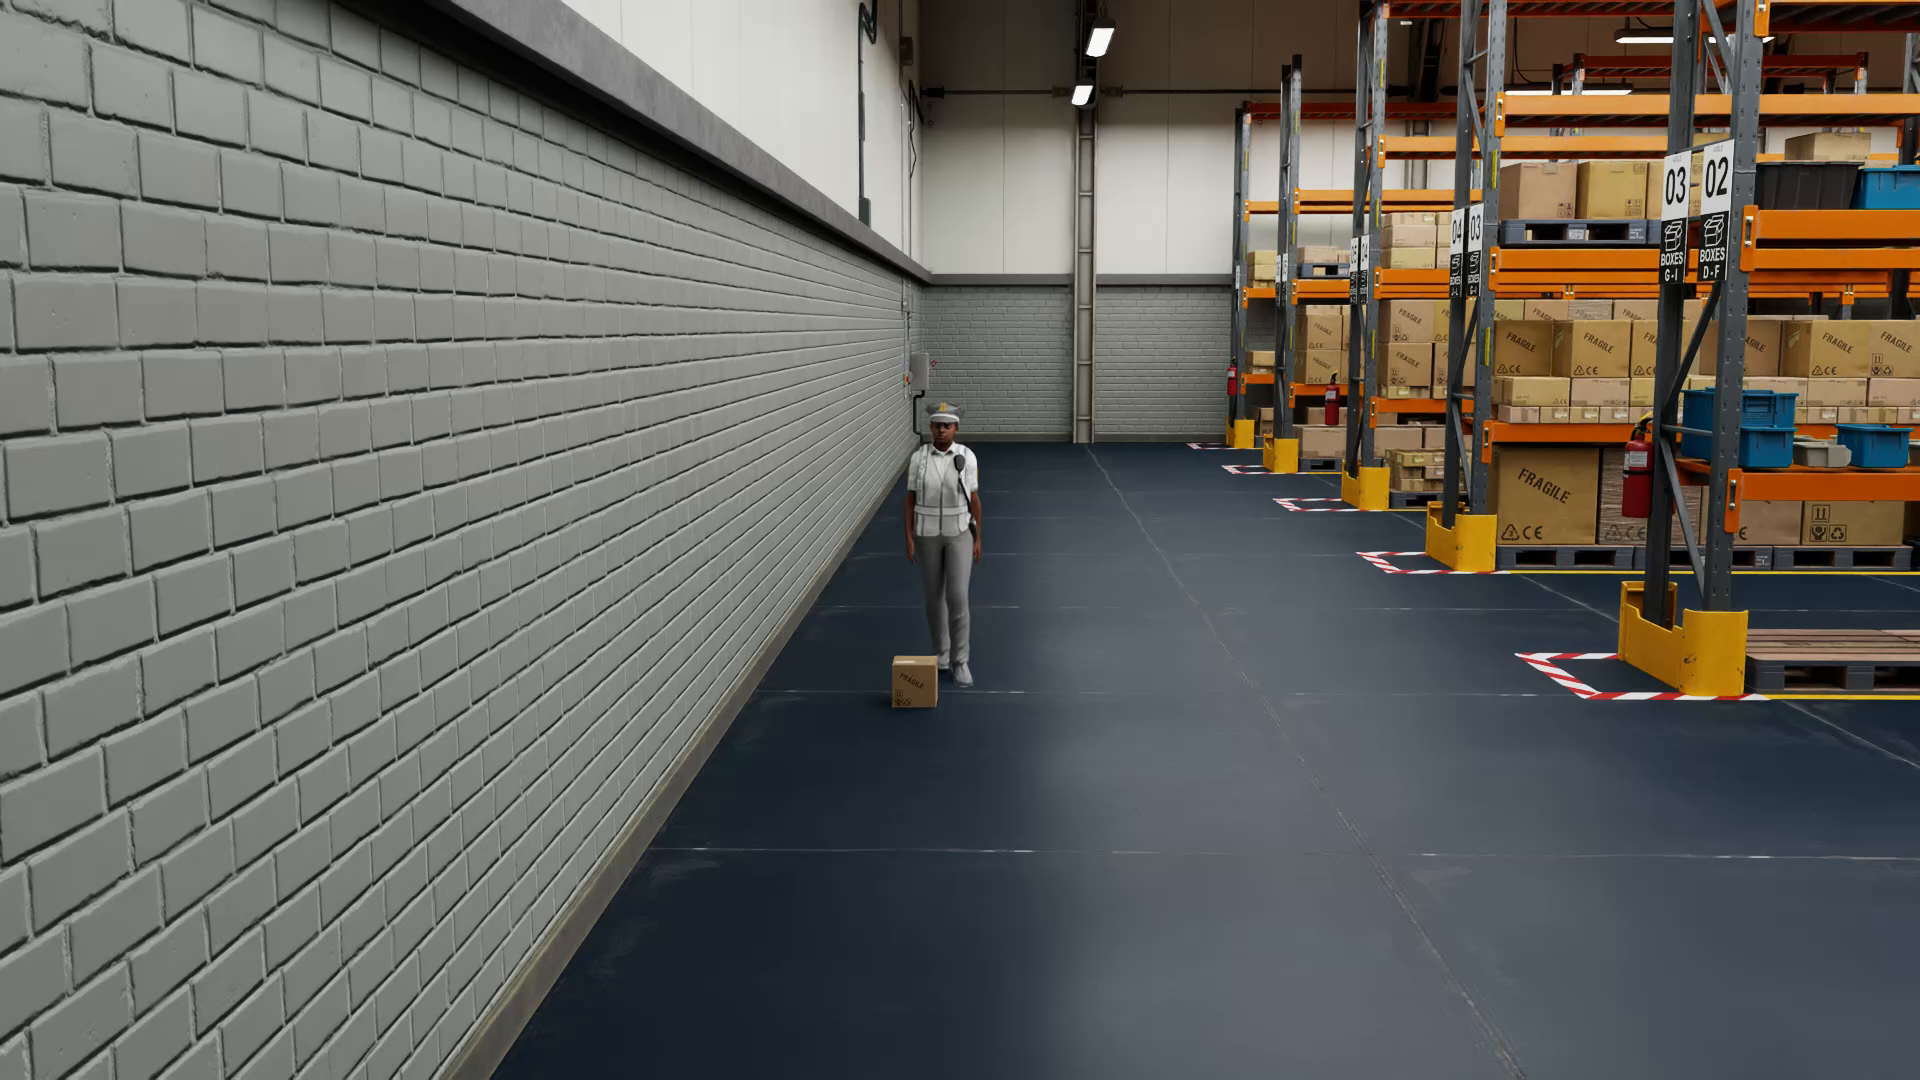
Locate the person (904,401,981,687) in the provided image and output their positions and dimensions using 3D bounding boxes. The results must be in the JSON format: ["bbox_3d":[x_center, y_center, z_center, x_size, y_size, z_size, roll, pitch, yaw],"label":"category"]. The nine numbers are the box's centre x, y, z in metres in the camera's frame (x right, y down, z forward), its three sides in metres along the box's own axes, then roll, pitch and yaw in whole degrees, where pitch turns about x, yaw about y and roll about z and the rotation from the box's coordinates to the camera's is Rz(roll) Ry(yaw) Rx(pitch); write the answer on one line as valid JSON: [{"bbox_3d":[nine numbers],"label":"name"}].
[{"bbox_3d":[-0.116,0.007,10.192,0.463,1.704,0.637,1,7,6],"label":"person"}]
